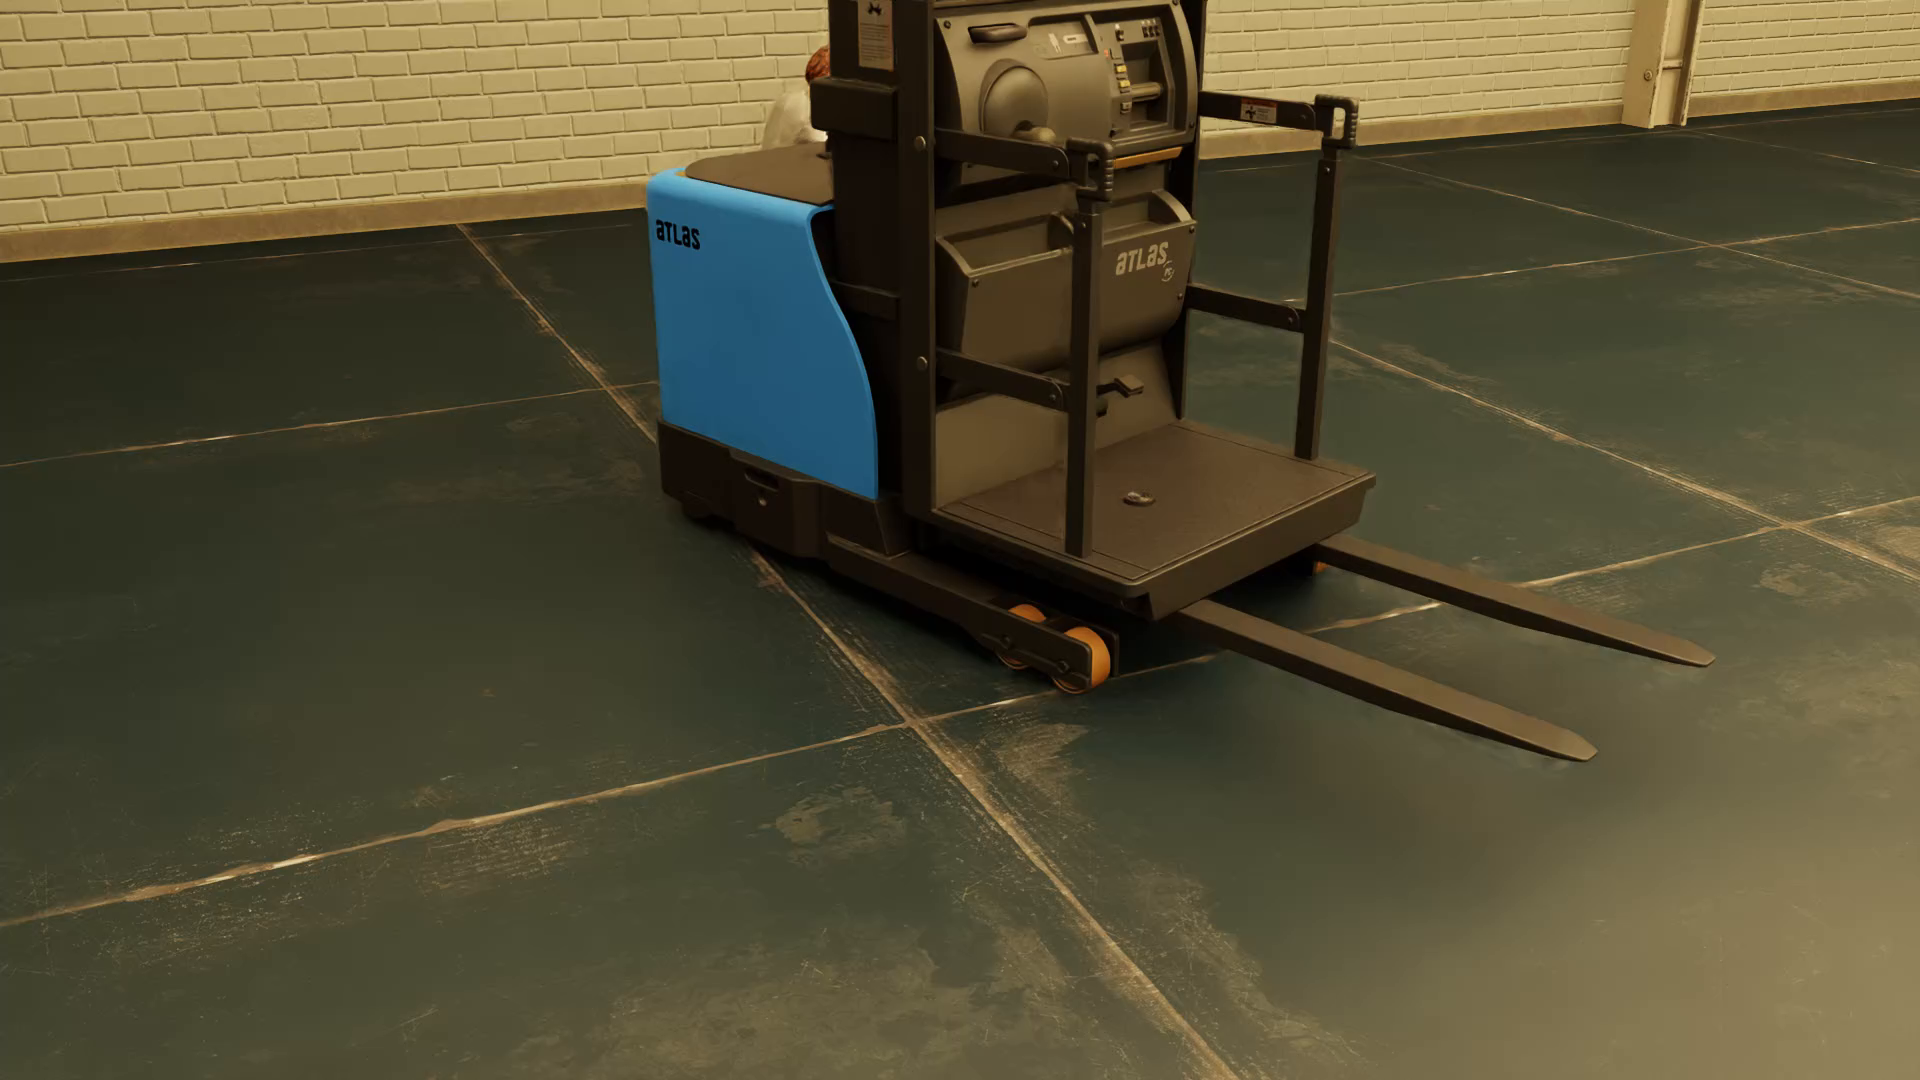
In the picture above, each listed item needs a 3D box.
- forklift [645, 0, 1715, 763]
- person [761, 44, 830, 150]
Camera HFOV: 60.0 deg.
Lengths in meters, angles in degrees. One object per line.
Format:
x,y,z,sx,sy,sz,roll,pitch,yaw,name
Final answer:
0.448,-1.191,4.154,3.031,2.935,1.130,21,30,40,forklift
-0.430,-1.099,6.023,0.723,1.332,1.309,-8,24,-19,person
